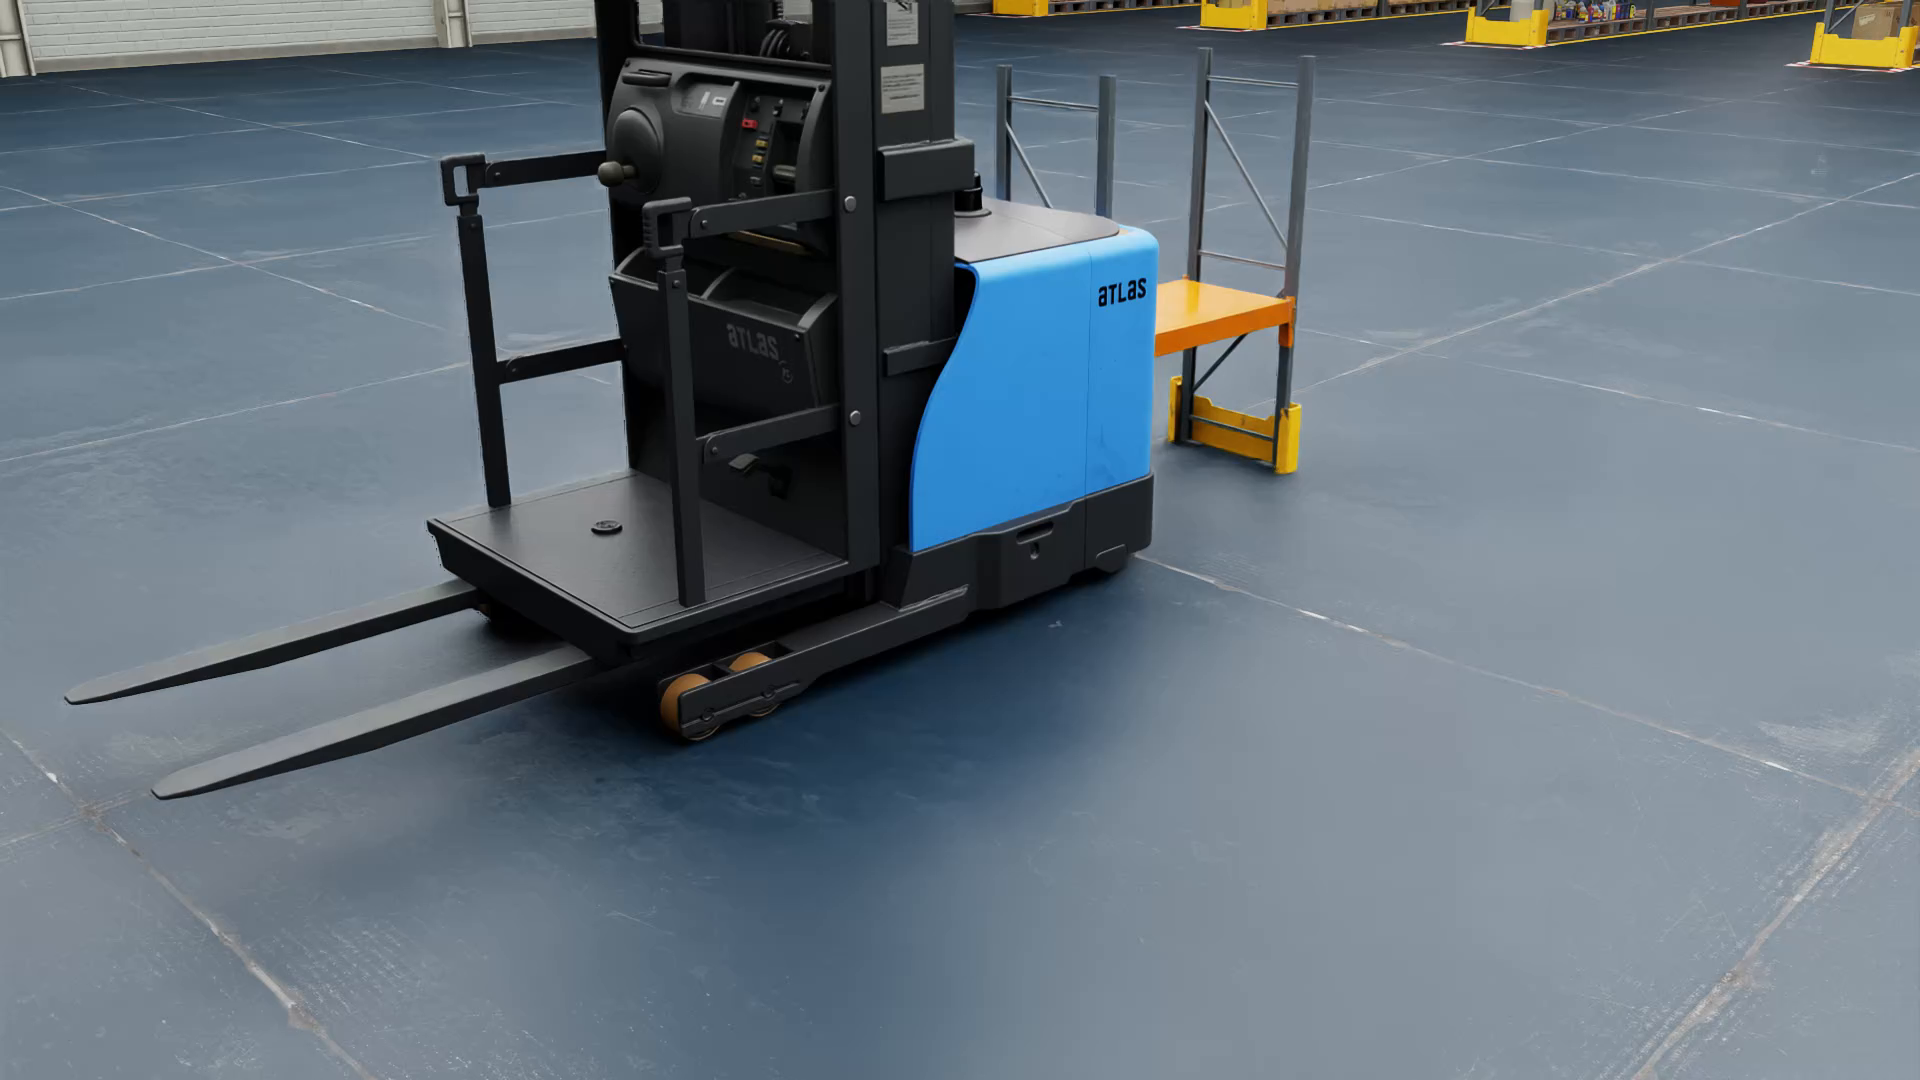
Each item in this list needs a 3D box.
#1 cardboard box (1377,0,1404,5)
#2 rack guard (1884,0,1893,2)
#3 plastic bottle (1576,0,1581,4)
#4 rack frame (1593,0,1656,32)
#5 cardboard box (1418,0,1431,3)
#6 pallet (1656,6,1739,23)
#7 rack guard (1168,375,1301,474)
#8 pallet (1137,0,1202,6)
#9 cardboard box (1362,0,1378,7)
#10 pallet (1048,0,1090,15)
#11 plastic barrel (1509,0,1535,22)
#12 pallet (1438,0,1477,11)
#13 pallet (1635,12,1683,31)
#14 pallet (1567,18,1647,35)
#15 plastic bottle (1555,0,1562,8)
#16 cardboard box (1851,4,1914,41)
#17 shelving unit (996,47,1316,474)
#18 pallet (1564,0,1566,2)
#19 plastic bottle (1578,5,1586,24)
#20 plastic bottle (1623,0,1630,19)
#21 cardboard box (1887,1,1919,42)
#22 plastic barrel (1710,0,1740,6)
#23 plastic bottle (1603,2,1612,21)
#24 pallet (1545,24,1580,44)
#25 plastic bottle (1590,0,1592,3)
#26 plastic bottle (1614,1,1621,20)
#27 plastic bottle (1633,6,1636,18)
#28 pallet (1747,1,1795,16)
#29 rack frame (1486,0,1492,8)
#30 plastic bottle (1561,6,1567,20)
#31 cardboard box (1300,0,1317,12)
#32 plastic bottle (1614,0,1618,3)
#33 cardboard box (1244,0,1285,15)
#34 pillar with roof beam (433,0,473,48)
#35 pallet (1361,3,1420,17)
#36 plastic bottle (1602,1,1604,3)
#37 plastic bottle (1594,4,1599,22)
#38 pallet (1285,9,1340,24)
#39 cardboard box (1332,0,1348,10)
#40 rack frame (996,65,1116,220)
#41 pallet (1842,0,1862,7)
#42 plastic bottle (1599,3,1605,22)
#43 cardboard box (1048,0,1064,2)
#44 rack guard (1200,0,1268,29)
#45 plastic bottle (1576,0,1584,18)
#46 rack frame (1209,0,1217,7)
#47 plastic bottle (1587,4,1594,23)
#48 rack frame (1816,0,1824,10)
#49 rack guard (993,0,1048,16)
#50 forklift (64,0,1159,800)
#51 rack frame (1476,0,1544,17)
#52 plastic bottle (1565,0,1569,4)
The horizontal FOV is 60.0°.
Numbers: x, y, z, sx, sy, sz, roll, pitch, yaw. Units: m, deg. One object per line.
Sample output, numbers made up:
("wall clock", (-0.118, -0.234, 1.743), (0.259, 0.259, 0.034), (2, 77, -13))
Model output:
("cardboard box", (7.890, -10.076, 30.856), (0.500, 0.250, 0.500), (18, 28, 39))
("rack guard", (19.356, -11.808, 35.600), (1.175, 0.500, 0.348), (19, 28, 41))
("plastic bottle", (10.117, -8.746, 27.229), (0.185, 0.351, 0.144), (-19, 28, -41))
("rack frame", (10.977, -9.881, 27.102), (1.000, 3.000, 0.127), (19, 28, 41))
("cardboard box", (8.607, -10.341, 31.545), (0.500, 0.250, 0.500), (18, 28, 39))
("pallet", (13.199, -9.418, 29.784), (1.003, 0.211, 1.213), (19, 28, 41))
("rack guard", (1.047, -0.449, 6.394), (0.087, 0.250, 0.587), (-18, 28, -39))
("pallet", (4.421, -11.260, 34.575), (1.003, 0.211, 1.213), (19, 28, 41))
("cardboard box", (7.264, -9.861, 30.295), (0.500, 0.250, 0.500), (19, 28, 41))
("pallet", (1.734, -10.250, 31.949), (1.003, 0.211, 1.213), (19, 28, 41))
("plastic barrel", (8.591, -8.076, 25.288), (0.421, 0.512, 0.421), (0, 21, 0))
("pallet", (9.619, -10.647, 32.980), (1.003, 0.211, 1.213), (19, 28, 41))
("pallet", (11.497, -8.791, 28.153), (1.003, 0.211, 1.213), (19, 28, 41))
("pallet", (10.479, -8.417, 27.180), (1.003, 0.211, 1.213), (19, 28, 41))
("plastic bottle", (9.559, -8.541, 26.694), (0.185, 0.351, 0.144), (-19, 28, -40))
("cardboard box", (12.183, -6.799, 21.981), (0.500, 0.500, 0.500), (-14, 25, -32))
("shelving unit", (0.681, -0.911, 5.855), (1.083, 1.500, 0.587), (-18, 28, -39))
("pallet", (12.471, -11.658, 35.612), (1.003, 0.211, 1.213), (19, 28, 41))
("plastic bottle", (9.675, -8.173, 25.847), (0.097, 0.271, 0.097), (0, 21, 0))
("plastic bottle", (10.735, -8.612, 26.880), (0.144, 0.351, 0.185), (18, 28, 39))
("cardboard box", (13.026, -7.117, 22.810), (0.500, 0.500, 0.500), (-17, 27, -37))
("plastic barrel", (14.097, -10.222, 30.429), (0.600, 0.830, 0.708), (19, 28, 41))
("plastic bottle", (10.259, -8.404, 26.443), (0.135, 0.276, 0.152), (-20, 28, -41))
("pallet", (8.777, -7.790, 25.548), (1.003, 0.211, 1.213), (19, 28, 41))
("plastic bottle", (10.312, -8.730, 27.280), (0.061, 0.283, 0.133), (19, 28, 41))
("plastic bottle", (10.517, -8.479, 26.627), (0.133, 0.283, 0.061), (-18, 27, -39))
("plastic bottle", (10.947, -8.609, 27.079), (0.097, 0.201, 0.097), (0, 21, 0))
("pallet", (15.139, -10.133, 31.644), (1.003, 0.211, 1.213), (19, 28, 41))
("rack frame", (10.221, -12.150, 33.005), (1.000, 3.000, 0.127), (19, 28, 41))
("plastic bottle", (9.676, -8.452, 26.671), (0.097, 0.201, 0.097), (0, 21, 0))
("cardboard box", (5.869, -9.346, 28.957), (0.500, 0.250, 0.500), (19, 28, 41))
("plastic bottle", (10.631, -8.648, 26.974), (0.144, 0.351, 0.185), (19, 28, 41))
("cardboard box", (5.174, -9.088, 28.286), (0.500, 0.250, 0.500), (19, 28, 41))
("pillar with roof beam", (-4.330, -10.367, 20.004), (9.100, 9.000, 0.400), (19, 28, 41))
("pallet", (7.917, -10.019, 31.348), (1.003, 0.211, 1.213), (19, 28, 41))
("plastic bottle", (10.284, -8.468, 26.597), (0.061, 0.283, 0.133), (19, 28, 41))
("plastic bottle", (9.984, -8.287, 26.143), (0.097, 0.271, 0.097), (0, 21, 0))
("pallet", (5.995, -9.311, 29.506), (1.003, 0.211, 1.213), (19, 28, 41))
("cardboard box", (6.570, -9.602, 29.623), (0.500, 0.250, 0.500), (19, 28, 41))
("rack frame", (0.300, -0.786, 5.528), (0.032, 1.500, 0.500), (-18, 28, -39))
("pallet", (17.894, -11.150, 34.289), (1.003, 0.211, 1.213), (19, 28, 41))
("plastic bottle", (10.125, -8.339, 26.279), (0.097, 0.271, 0.097), (0, 21, 0))
("cardboard box", (1.636, -10.438, 31.685), (0.500, 0.311, 0.500), (15, 26, 35))
("rack guard", (4.624, -8.921, 28.087), (1.175, 0.500, 0.348), (19, 28, 41))
("plastic bottle", (10.102, -8.642, 27.067), (0.097, 0.271, 0.097), (0, 21, 0))
("rack frame", (4.641, -10.094, 27.655), (1.000, 3.000, 0.127), (19, 28, 41))
("plastic bottle", (9.846, -8.232, 25.984), (0.133, 0.283, 0.061), (-20, 28, -41))
("rack frame", (16.558, -11.938, 32.452), (1.000, 3.000, 0.127), (19, 28, 41))
("rack guard", (1.142, -10.185, 31.377), (1.175, 0.500, 0.348), (19, 28, 41))
("forklift", (-0.809, -1.067, 4.266), (3.031, 2.935, 1.130), (-18, 28, -39))
("rack frame", (8.187, -8.853, 24.427), (1.000, 3.000, 0.127), (19, 28, 41))
("plastic bottle", (9.840, -8.634, 27.031), (0.133, 0.283, 0.061), (-19, 28, -40))
